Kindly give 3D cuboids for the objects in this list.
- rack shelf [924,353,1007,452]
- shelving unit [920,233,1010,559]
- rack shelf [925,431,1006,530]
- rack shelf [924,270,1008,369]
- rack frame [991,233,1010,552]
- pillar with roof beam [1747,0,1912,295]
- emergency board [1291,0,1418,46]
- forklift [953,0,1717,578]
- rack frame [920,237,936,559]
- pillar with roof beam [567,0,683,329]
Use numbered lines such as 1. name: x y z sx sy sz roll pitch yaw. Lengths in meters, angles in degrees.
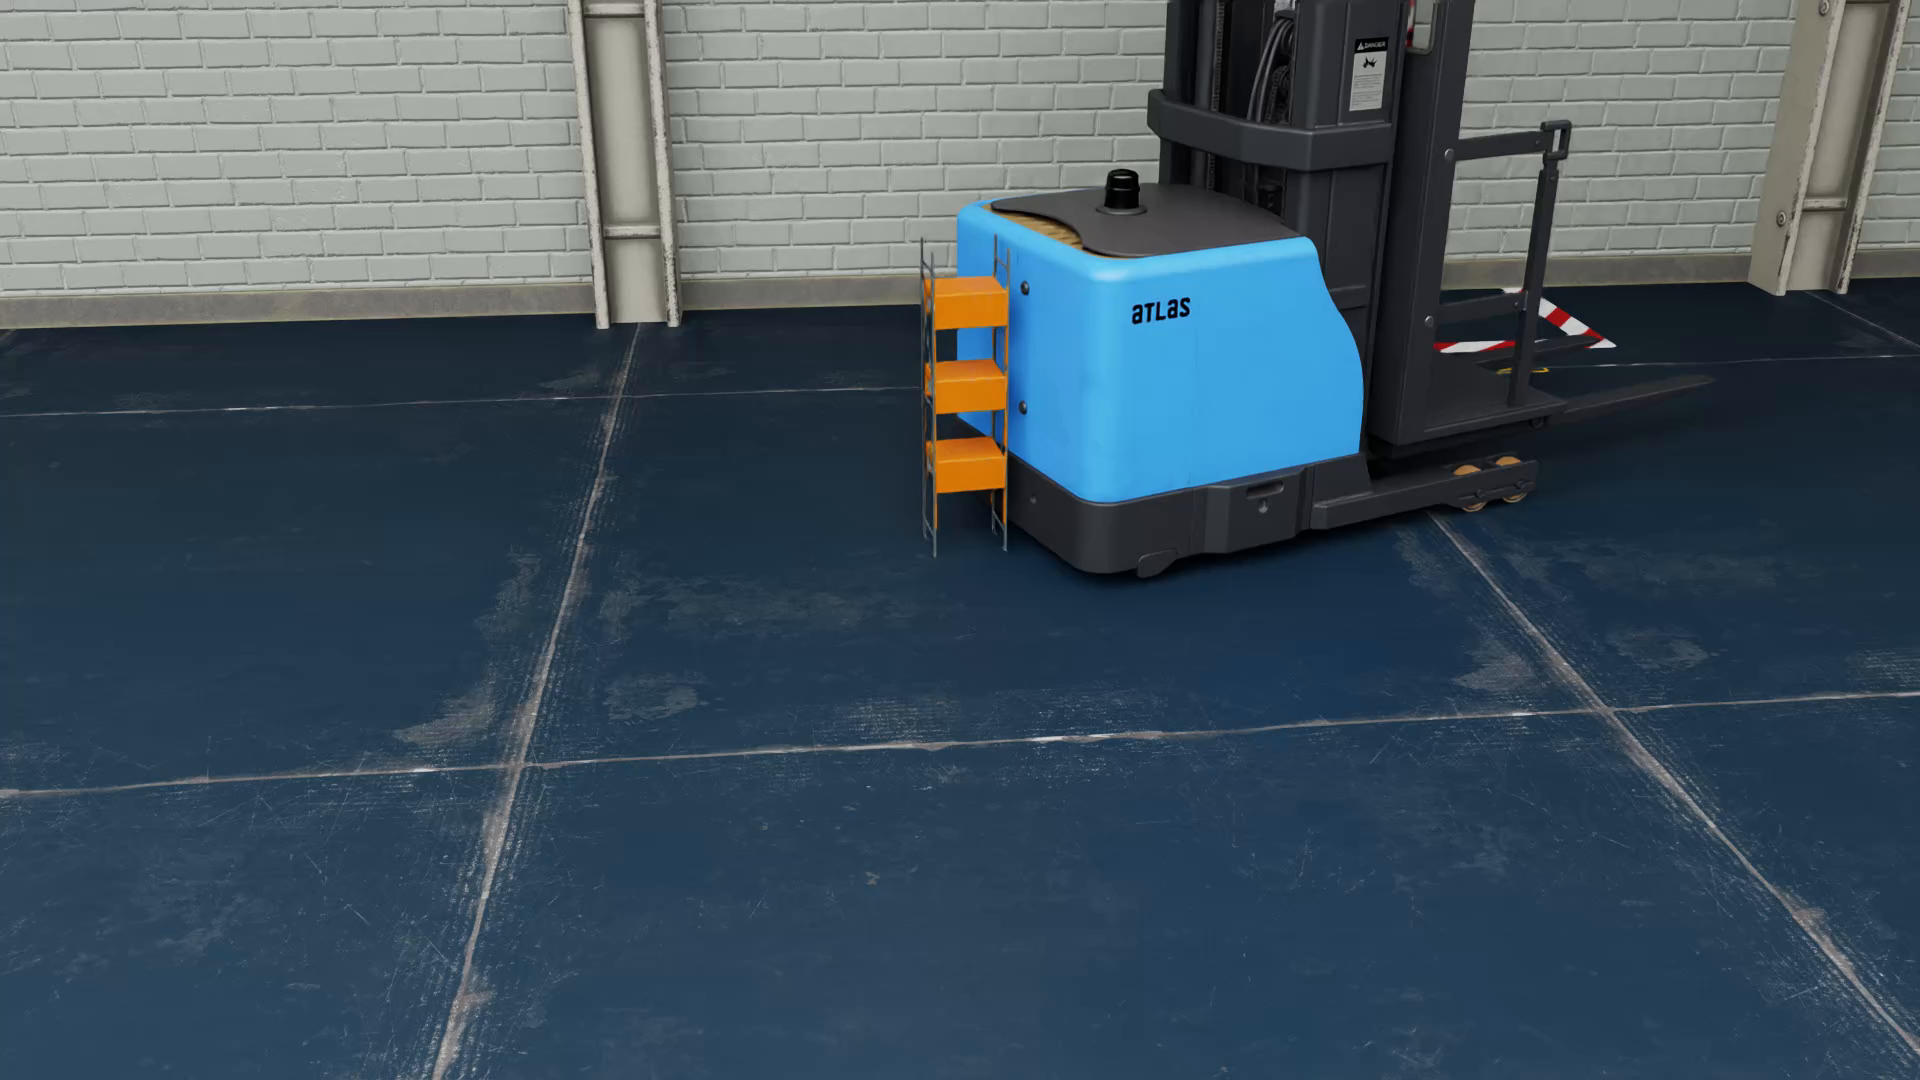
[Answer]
1. rack shelf: 0.015 -0.458 5.513 0.240 0.259 0.215 -5 24 -11
2. shelving unit: 0.015 -0.467 5.508 0.252 1.050 0.215 -5 24 -11
3. rack shelf: 0.015 -0.204 5.626 0.240 0.259 0.215 -5 24 -11
4. rack shelf: 0.015 -0.717 5.397 0.240 0.259 0.215 -5 24 -11
5. rack frame: 0.134 -0.477 5.531 0.008 1.050 0.200 -5 24 -11
6. pillar with roof beam: 4.818 -3.706 3.008 0.400 9.000 9.100 -2 24 -5
7. emergency board: 1.932 -2.621 7.954 0.643 1.169 0.194 -2 24 -5
8. forklift: 1.526 -1.618 5.782 3.031 2.935 1.130 -12 27 -24
9. rack frame: -0.105 -0.457 5.485 0.008 1.050 0.200 -5 24 -11
10. pillar with roof beam: -1.153 -3.466 2.469 0.400 9.000 9.100 -2 24 -5
